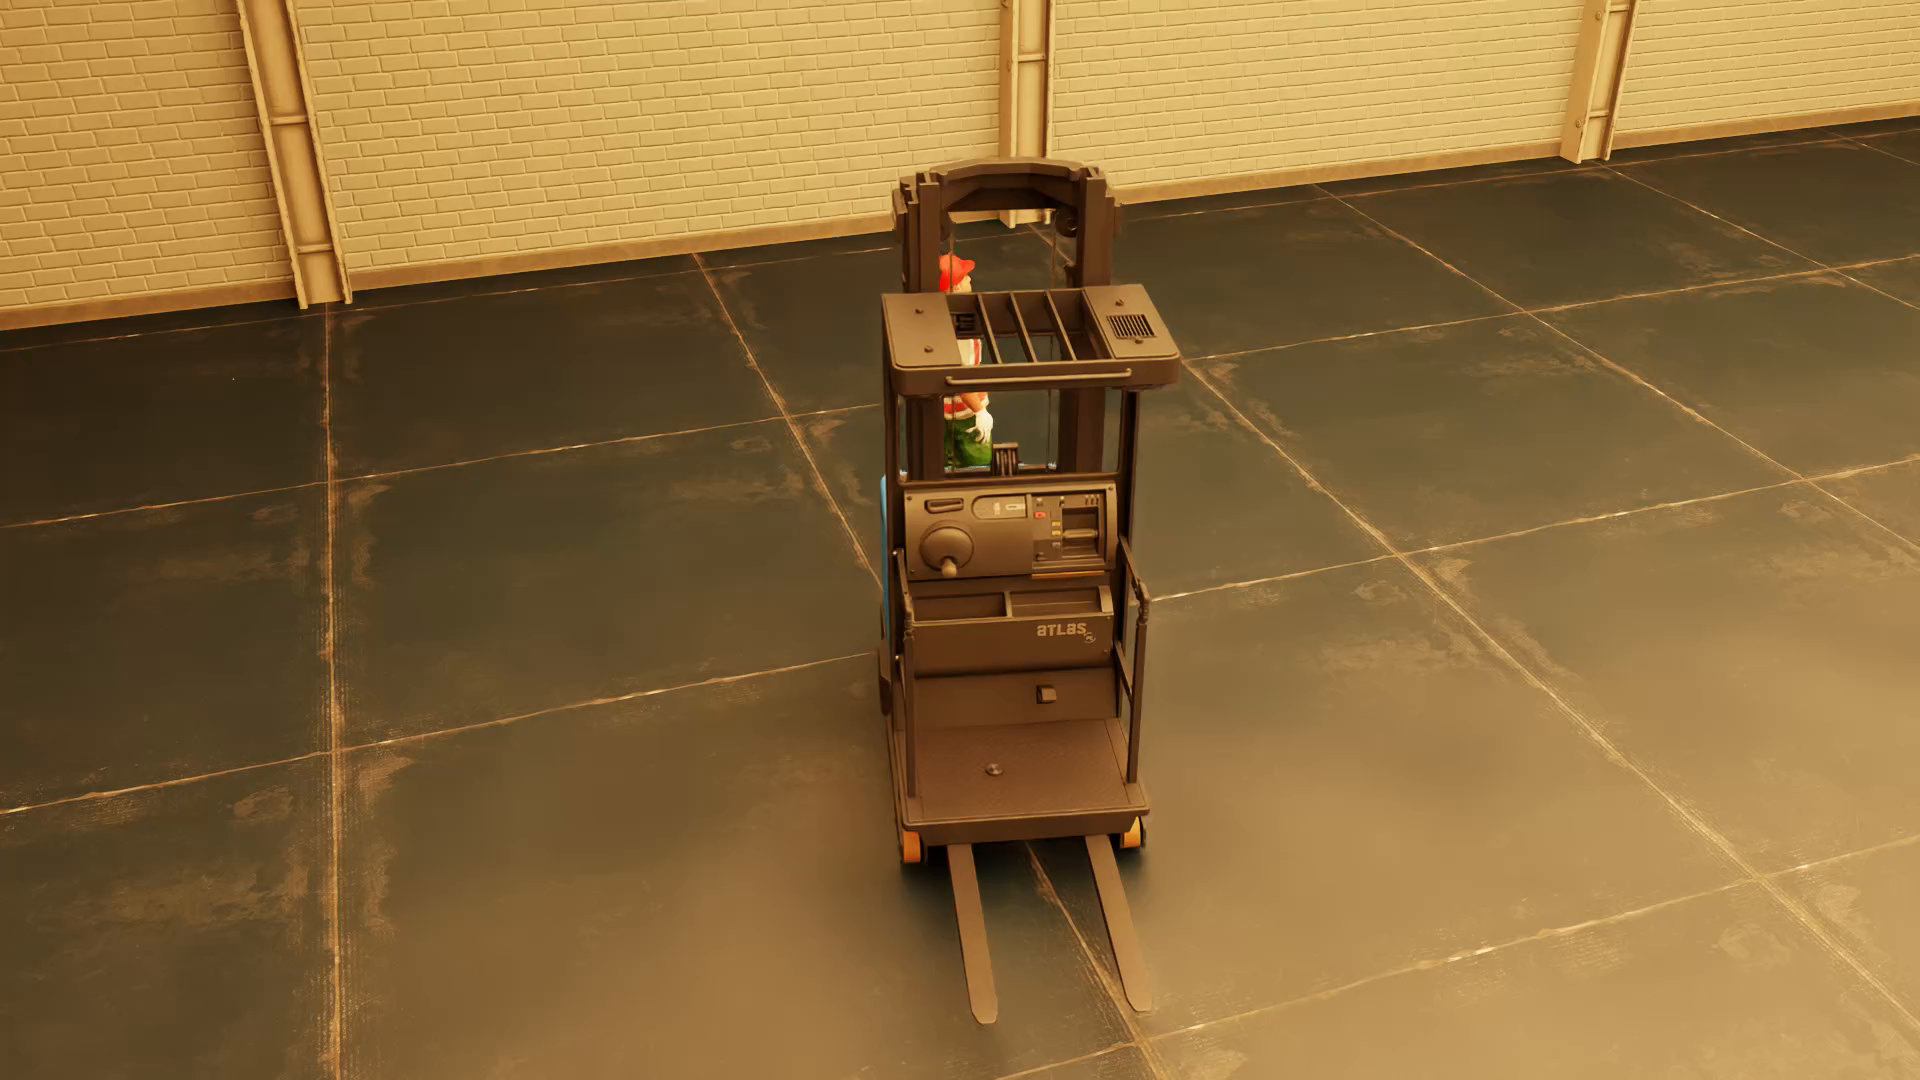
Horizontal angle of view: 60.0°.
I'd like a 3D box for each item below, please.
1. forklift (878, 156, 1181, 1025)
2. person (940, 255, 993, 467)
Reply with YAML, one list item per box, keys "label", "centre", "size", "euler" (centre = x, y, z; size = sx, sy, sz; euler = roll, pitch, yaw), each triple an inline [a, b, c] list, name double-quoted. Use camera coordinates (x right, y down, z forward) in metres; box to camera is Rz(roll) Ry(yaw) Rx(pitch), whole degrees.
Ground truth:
- label: "forklift"
  centre: [0.247, 0.007, 7.076]
  size: [1.130, 2.935, 3.031]
  euler: [-3, 30, -5]
- label: "person"
  centre: [0.080, -0.789, 9.590]
  size: [0.562, 1.789, 0.638]
  euler: [-10, 31, -16]
